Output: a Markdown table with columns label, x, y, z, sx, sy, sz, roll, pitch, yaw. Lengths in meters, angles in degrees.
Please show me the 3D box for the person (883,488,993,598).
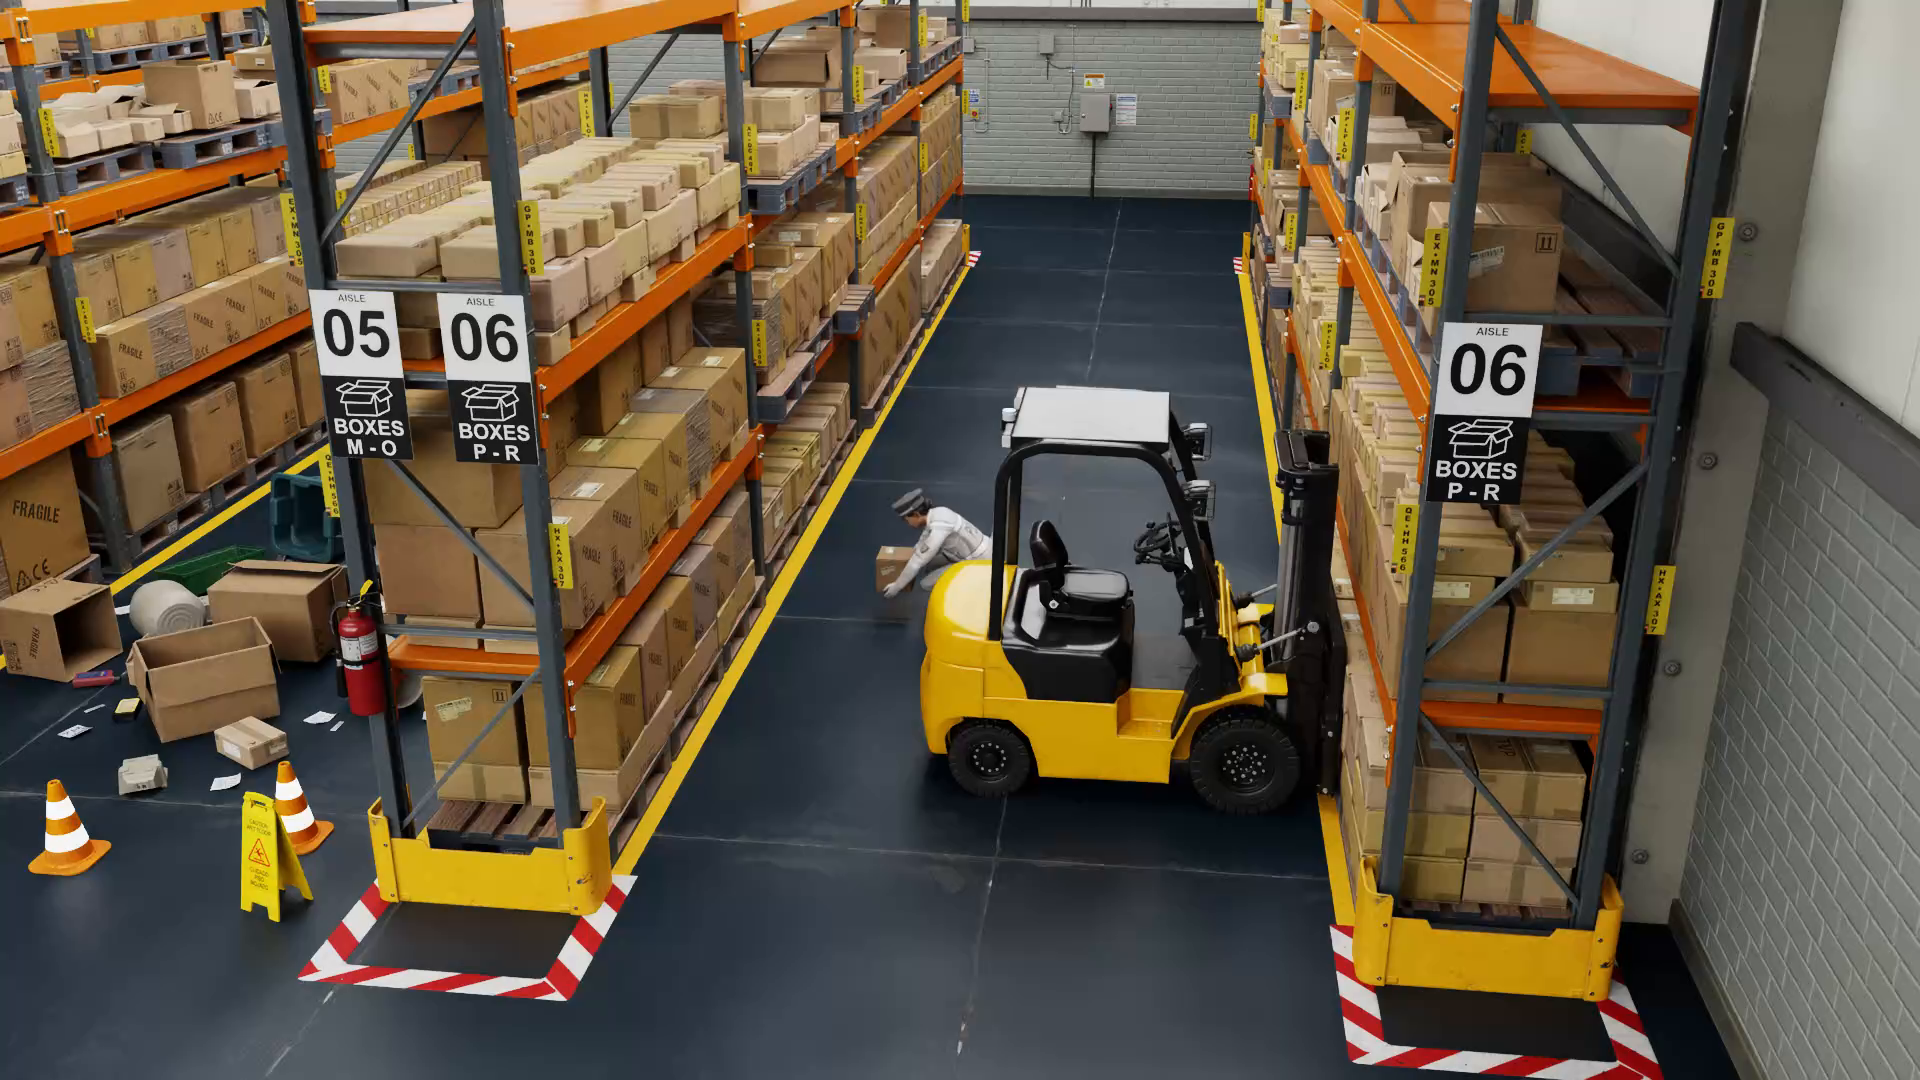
| label | x | y | z | sx | sy | sz | roll | pitch | yaw |
| --- | --- | --- | --- | --- | --- | --- | --- | --- | --- |
| person | -0.120 | 0.095 | 11.843 | 0.830 | 0.948 | 0.495 | 3 | 21 | 6 |
